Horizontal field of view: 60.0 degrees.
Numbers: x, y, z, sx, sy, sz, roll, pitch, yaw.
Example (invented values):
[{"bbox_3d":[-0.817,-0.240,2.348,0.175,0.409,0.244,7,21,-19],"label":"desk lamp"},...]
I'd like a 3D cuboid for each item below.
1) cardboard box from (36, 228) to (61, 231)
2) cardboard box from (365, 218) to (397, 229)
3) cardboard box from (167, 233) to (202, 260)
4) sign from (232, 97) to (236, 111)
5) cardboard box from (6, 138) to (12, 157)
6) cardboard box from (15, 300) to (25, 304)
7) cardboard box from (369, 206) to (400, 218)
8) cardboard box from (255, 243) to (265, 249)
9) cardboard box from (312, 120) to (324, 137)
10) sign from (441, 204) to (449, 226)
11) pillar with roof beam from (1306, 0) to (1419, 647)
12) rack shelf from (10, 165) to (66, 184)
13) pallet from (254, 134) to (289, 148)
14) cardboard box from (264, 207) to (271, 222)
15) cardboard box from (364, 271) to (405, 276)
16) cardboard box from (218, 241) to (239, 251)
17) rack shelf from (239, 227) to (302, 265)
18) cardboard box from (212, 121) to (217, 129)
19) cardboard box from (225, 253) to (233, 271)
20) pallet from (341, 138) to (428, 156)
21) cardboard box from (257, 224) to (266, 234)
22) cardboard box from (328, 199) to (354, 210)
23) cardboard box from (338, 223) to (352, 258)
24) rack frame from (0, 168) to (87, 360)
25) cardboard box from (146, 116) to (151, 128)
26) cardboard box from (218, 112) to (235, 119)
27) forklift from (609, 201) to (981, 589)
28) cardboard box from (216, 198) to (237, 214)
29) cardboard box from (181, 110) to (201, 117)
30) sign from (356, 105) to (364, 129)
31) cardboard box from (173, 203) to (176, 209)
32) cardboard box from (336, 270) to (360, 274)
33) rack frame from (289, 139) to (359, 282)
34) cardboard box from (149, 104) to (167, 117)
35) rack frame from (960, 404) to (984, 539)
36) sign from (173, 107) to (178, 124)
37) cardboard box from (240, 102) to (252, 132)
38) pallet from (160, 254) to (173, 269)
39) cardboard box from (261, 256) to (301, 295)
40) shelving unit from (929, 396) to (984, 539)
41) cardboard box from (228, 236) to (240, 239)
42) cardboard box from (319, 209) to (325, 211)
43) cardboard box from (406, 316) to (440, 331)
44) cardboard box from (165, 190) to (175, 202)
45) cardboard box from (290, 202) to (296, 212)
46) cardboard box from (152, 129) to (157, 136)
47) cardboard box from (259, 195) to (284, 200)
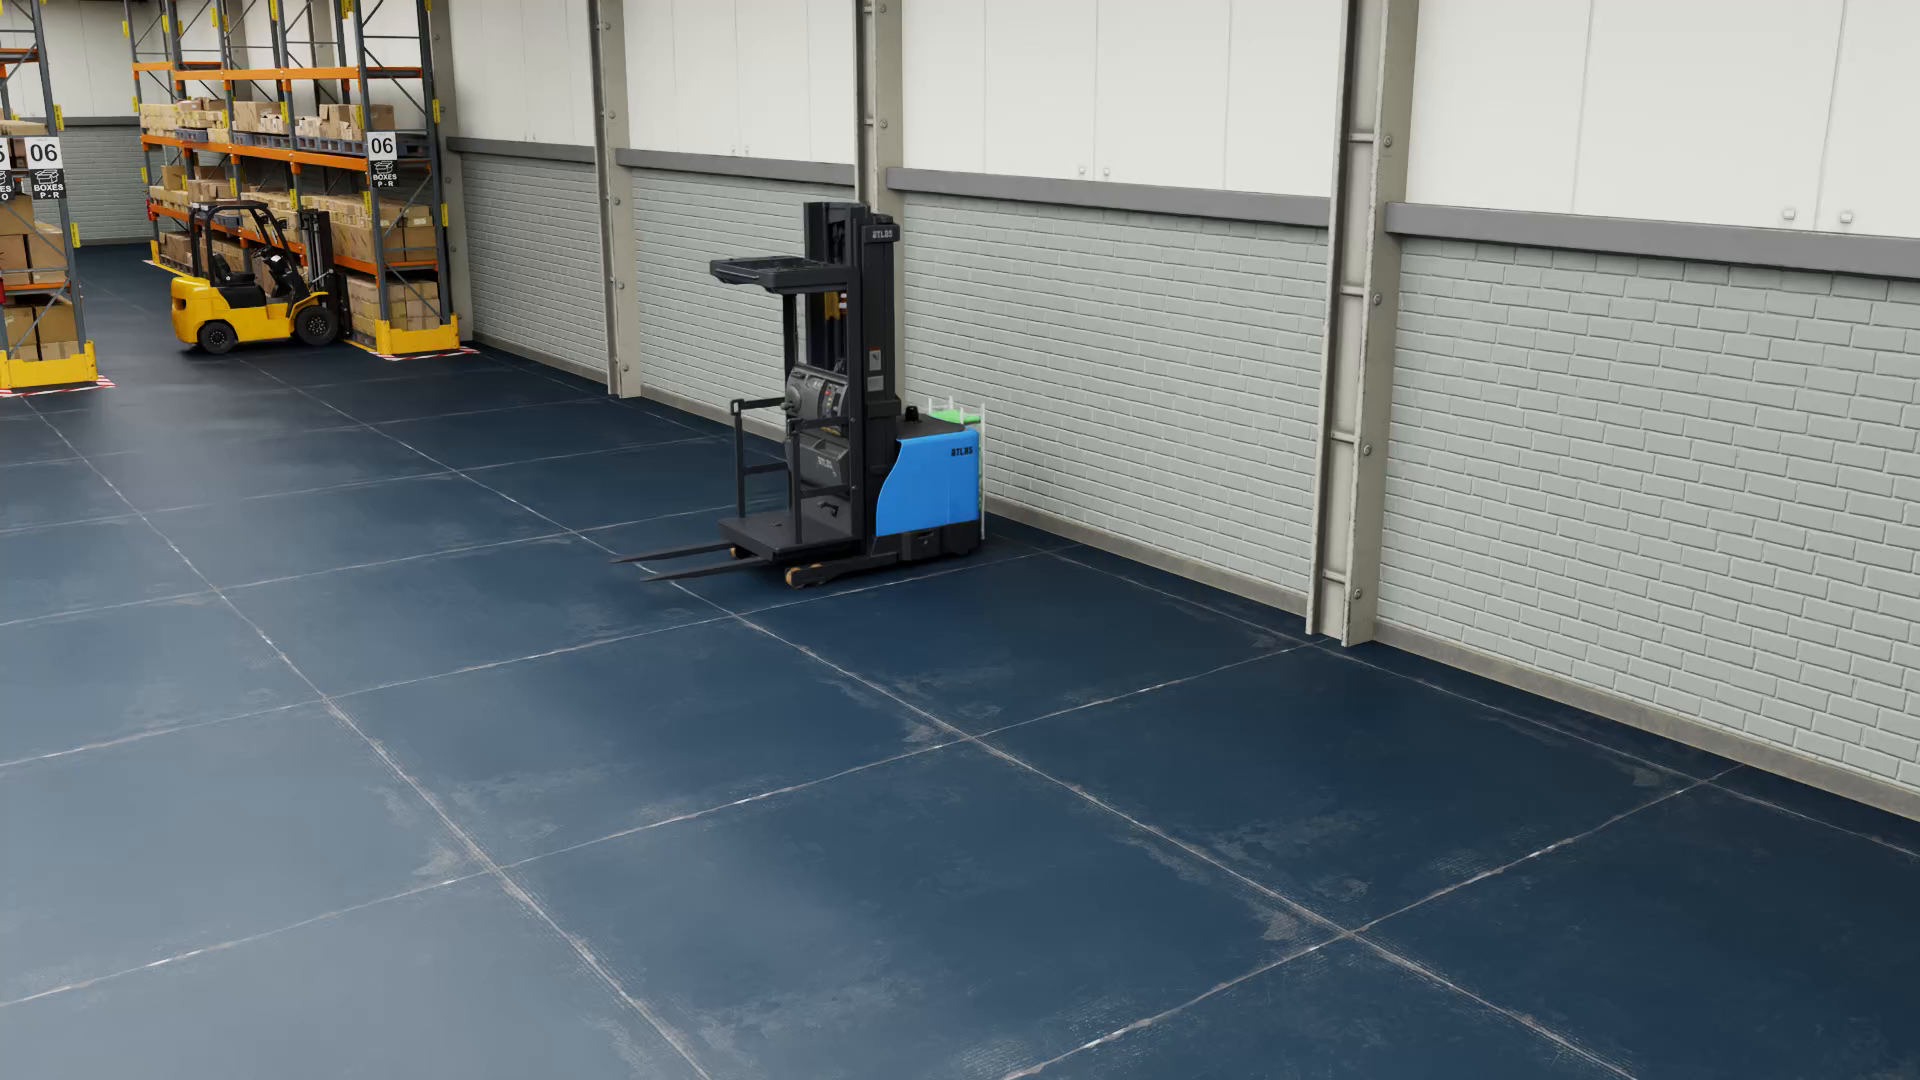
[{"bbox_3d":[-12.524,-3.984,22.696,0.500,0.500,0.500,-10,18,-33],"label":"cardboard box"},{"bbox_3d":[-8.581,-4.700,24.650,0.380,0.149,0.250,-11,19,-34],"label":"cardboard box"},{"bbox_3d":[-16.804,-6.388,36.175,0.700,0.500,0.500,-10,18,-32],"label":"cardboard box"},{"bbox_3d":[-14.759,-8.844,33.800,0.100,0.325,0.005,-11,19,-35],"label":"sign"},{"bbox_3d":[-12.682,-5.123,21.650,0.500,0.250,0.500,-11,19,-35],"label":"cardboard box"},{"bbox_3d":[-13.155,-3.017,22.910,0.500,0.500,0.500,-10,18,-33],"label":"cardboard box"},{"bbox_3d":[-8.531,-4.857,24.659,0.380,0.149,0.250,-11,19,-34],"label":"cardboard box"},{"bbox_3d":[-13.532,-5.709,32.463,0.380,0.149,0.250,-11,19,-36],"label":"cardboard box"},{"bbox_3d":[-9.875,-6.432,25.981,0.396,0.266,0.258,-11,19,-36],"label":"cardboard box"},{"bbox_3d":[-7.698,-4.849,24.822,0.100,0.325,0.005,-11,19,-35],"label":"sign"},{"bbox_3d":[-0.729,-2.979,8.415,9.100,9.000,0.400,-11,19,-35],"label":"pillar with roof beam"},{"bbox_3d":[-13.339,-5.064,23.078,1.077,0.370,4.000,-11,19,-35],"label":"rack shelf"},{"bbox_3d":[-11.723,-7.003,29.158,1.003,0.211,1.213,-10,18,-32],"label":"pallet"},{"bbox_3d":[-11.883,-5.726,29.153,0.500,0.250,0.500,-11,19,-34],"label":"cardboard box"},{"bbox_3d":[-9.158,-4.124,26.483,0.500,0.250,0.500,-11,19,-36],"label":"cardboard box"},{"bbox_3d":[-14.392,-5.794,32.774,0.380,0.149,0.250,-10,18,-33],"label":"cardboard box"},{"bbox_3d":[-11.678,-5.243,29.413,1.077,0.370,4.000,-11,19,-35],"label":"rack shelf"},{"bbox_3d":[-13.993,-7.901,31.608,0.380,0.149,0.250,-10,18,-33],"label":"cardboard box"},{"bbox_3d":[-13.872,-5.291,32.164,0.500,0.500,0.500,-10,18,-32],"label":"cardboard box"},{"bbox_3d":[-8.545,-5.868,24.819,1.003,0.211,1.213,-11,19,-35],"label":"pallet"},{"bbox_3d":[-12.191,-5.595,29.620,0.500,0.250,0.500,-12,19,-36],"label":"cardboard box"},{"bbox_3d":[-9.733,-5.291,26.243,0.380,0.149,0.250,-11,19,-35],"label":"cardboard box"},{"bbox_3d":[-9.251,-4.643,25.668,0.500,0.500,0.500,-11,19,-36],"label":"cardboard box"},{"bbox_3d":[-12.163,-3.538,21.819,1.000,3.000,0.127,-11,19,-35],"label":"rack frame"},{"bbox_3d":[-17.203,-9.001,35.818,0.500,0.250,0.500,-10,18,-33],"label":"cardboard box"},{"bbox_3d":[-13.678,-7.937,31.177,0.380,0.149,0.250,-11,19,-35],"label":"cardboard box"},{"bbox_3d":[-1.334,-1.187,13.361,3.031,2.935,1.130,-10,18,-32],"label":"forklift"},{"bbox_3d":[-13.736,-6.322,31.482,0.500,0.250,0.500,-12,19,-37],"label":"cardboard box"},{"bbox_3d":[-15.171,-8.413,32.879,0.380,0.149,0.250,-11,18,-34],"label":"cardboard box"},{"bbox_3d":[-8.597,-6.063,23.838,0.100,0.325,0.005,-11,19,-35],"label":"sign"},{"bbox_3d":[-16.491,-7.111,35.352,0.380,0.149,0.250,-11,19,-35],"label":"cardboard box"},{"bbox_3d":[-9.877,-4.154,26.592,0.500,0.250,0.500,-10,18,-33],"label":"cardboard box"},{"bbox_3d":[-10.502,-5.163,27.758,1.000,3.000,0.127,-11,19,-35],"label":"rack frame"},{"bbox_3d":[-16.910,-9.134,35.358,0.500,0.250,0.500,-11,19,-35],"label":"cardboard box"},{"bbox_3d":[0.107,-0.572,14.393,0.240,1.200,0.015,-10,18,-33],"label":"rack frame"},{"bbox_3d":[-15.640,-8.482,33.221,0.100,0.325,0.005,-11,19,-35],"label":"sign"},{"bbox_3d":[-12.248,-7.478,29.360,0.700,0.500,0.500,-11,19,-36],"label":"cardboard box"},{"bbox_3d":[-17.044,-6.194,36.807,1.003,0.211,1.213,-11,19,-35],"label":"pallet"},{"bbox_3d":[-12.108,-4.801,30.137,0.875,0.625,0.625,-10,18,-33],"label":"cardboard box"},{"bbox_3d":[-0.031,-0.625,14.587,0.258,1.200,0.503,-10,18,-33],"label":"shelving unit"},{"bbox_3d":[-14.756,-6.147,34.065,0.380,0.149,0.250,-12,19,-37],"label":"cardboard box"},{"bbox_3d":[-9.960,-5.188,26.432,0.380,0.149,0.250,-11,19,-35],"label":"cardboard box"},{"bbox_3d":[-8.281,-3.320,25.439,0.500,0.250,0.500,-11,19,-34],"label":"cardboard box"},{"bbox_3d":[-16.594,-7.337,35.420,0.500,0.250,0.500,-11,19,-36],"label":"cardboard box"},{"bbox_3d":[-11.049,-5.615,27.991,0.380,0.149,0.250,-11,19,-35],"label":"cardboard box"},{"bbox_3d":[-17.023,-8.714,35.524,0.380,0.149,0.250,-11,19,-35],"label":"cardboard box"},{"bbox_3d":[-12.239,-6.054,29.595,0.380,0.149,0.250,-11,19,-34],"label":"cardboard box"}]
